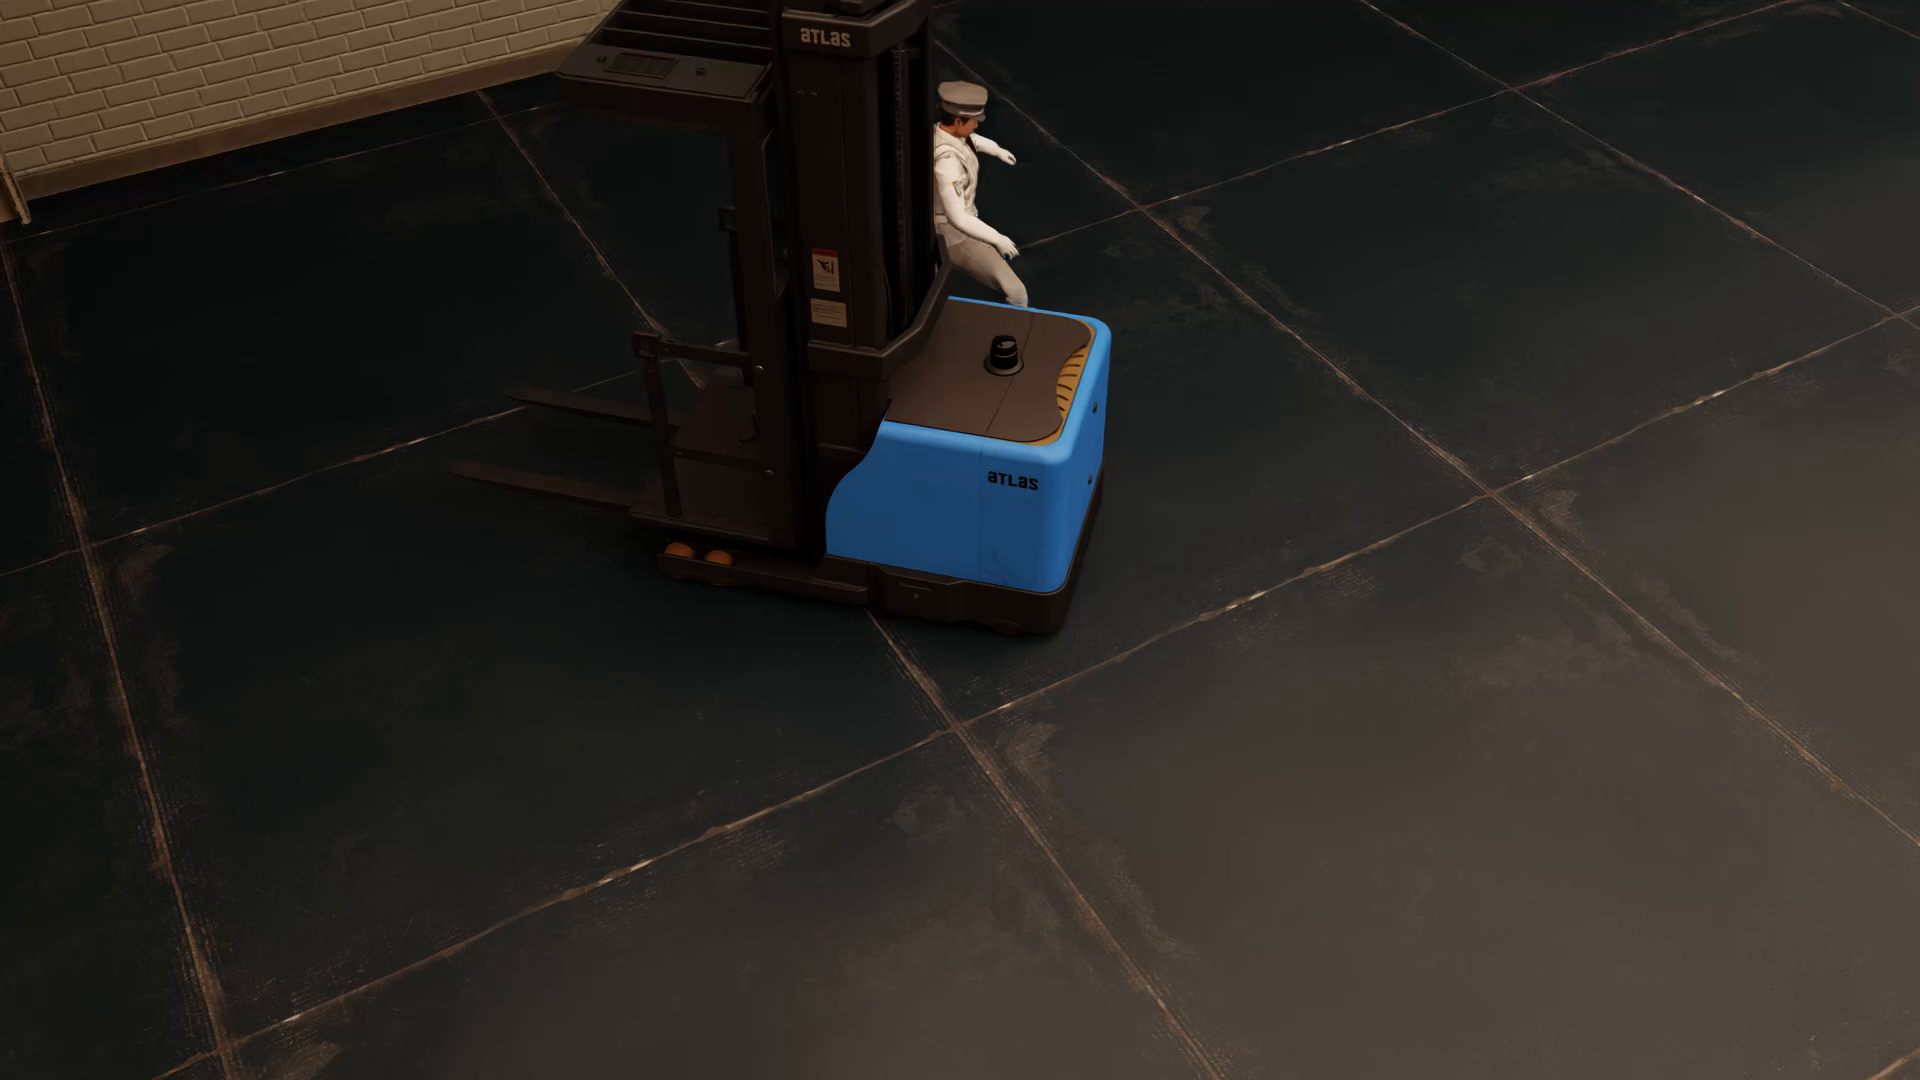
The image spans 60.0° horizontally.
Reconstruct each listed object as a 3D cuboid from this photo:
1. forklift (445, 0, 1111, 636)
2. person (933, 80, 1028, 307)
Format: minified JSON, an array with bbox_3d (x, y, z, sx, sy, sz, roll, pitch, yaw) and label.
[{"bbox_3d":[-0.894,-1.201,6.992,3.031,2.935,1.130,10,44,11],"label":"forklift"},{"bbox_3d":[0.073,-1.638,8.560,0.946,1.521,0.978,-2,43,-2],"label":"person"}]
